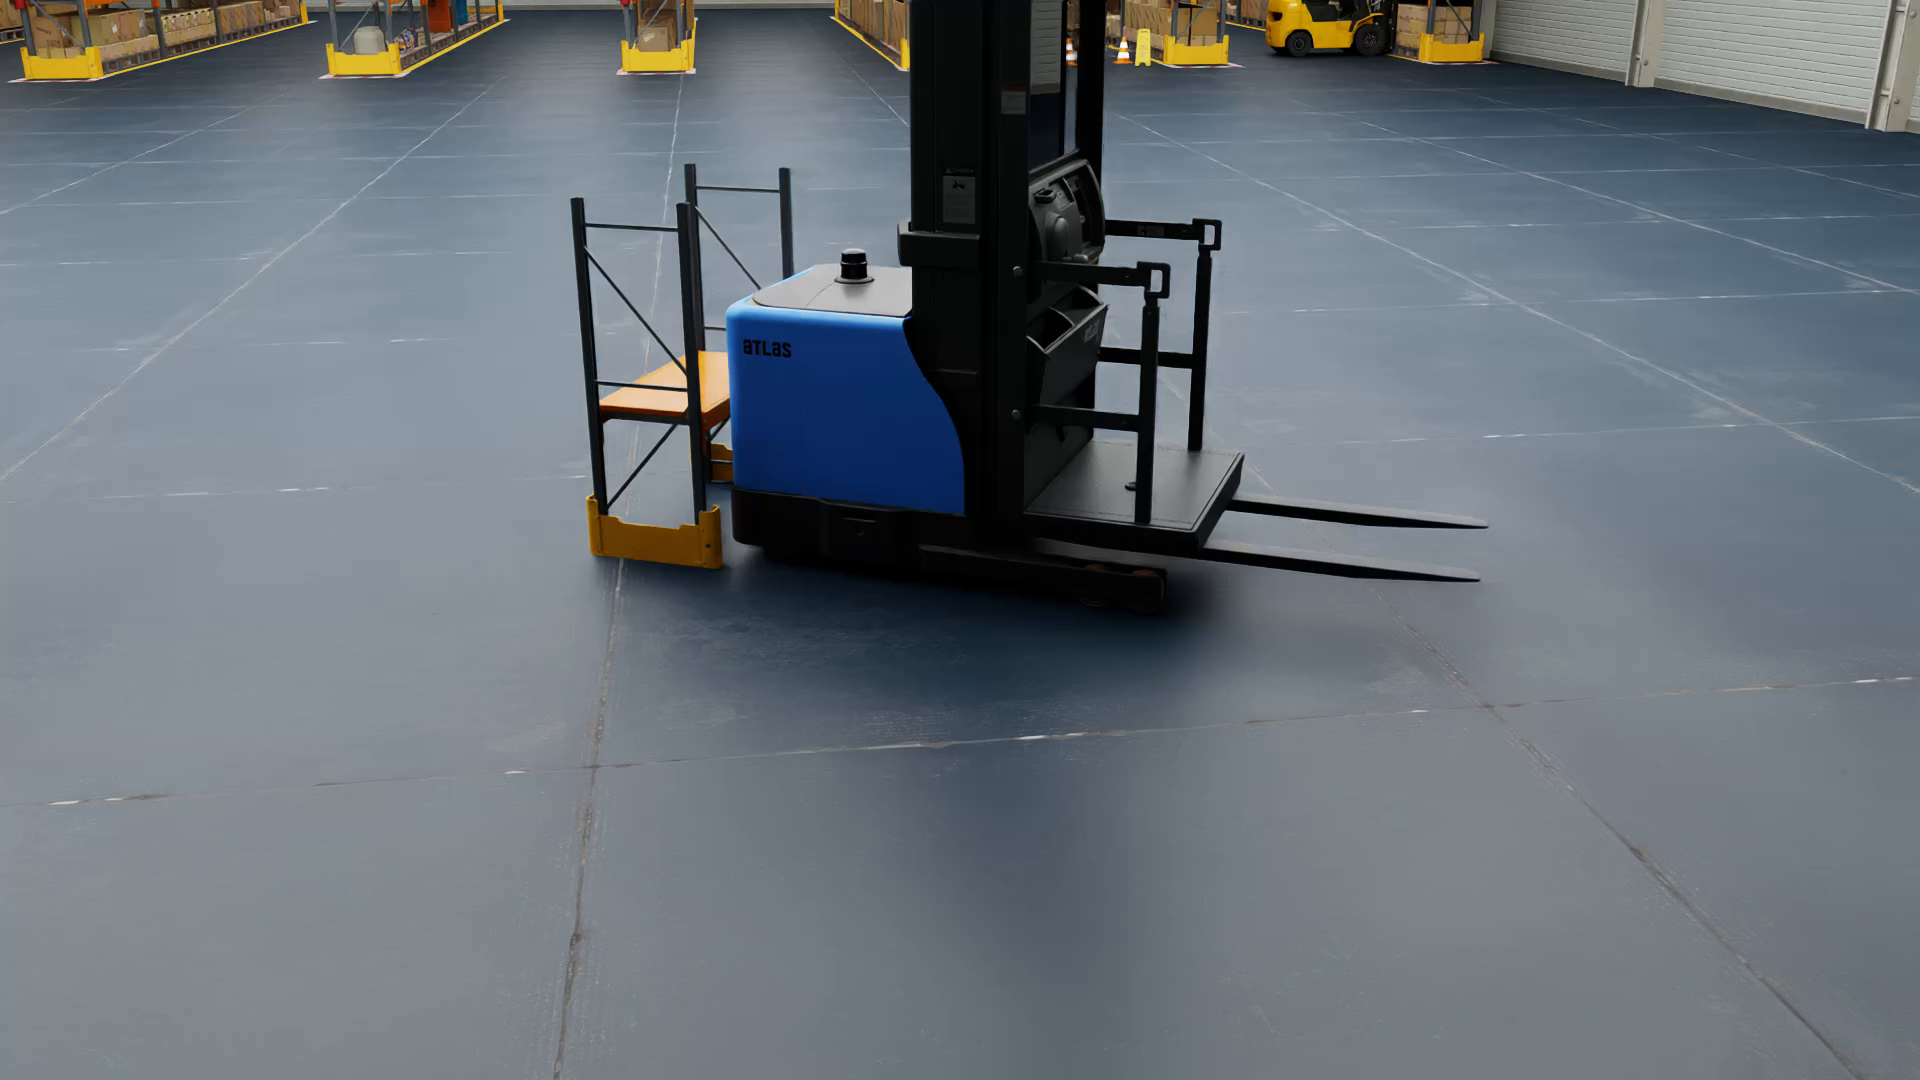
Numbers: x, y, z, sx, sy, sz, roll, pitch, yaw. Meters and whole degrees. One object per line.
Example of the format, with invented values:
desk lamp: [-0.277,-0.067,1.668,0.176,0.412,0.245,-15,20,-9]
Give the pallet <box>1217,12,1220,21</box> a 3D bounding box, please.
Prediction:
pallet: [7.306,-14.028,44.474,1.003,0.211,1.213,-3,21,-8]

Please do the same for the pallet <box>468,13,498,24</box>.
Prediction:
pallet: [-12.532,-13.463,42.962,1.003,0.211,1.213,-3,21,-8]

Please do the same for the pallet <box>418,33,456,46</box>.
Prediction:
pallet: [-11.386,-10.711,35.592,1.003,0.211,1.213,-3,21,-8]

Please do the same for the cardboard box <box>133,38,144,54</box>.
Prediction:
cardboard box: [-15.353,-9.067,30.535,0.500,0.250,0.500,-3,21,-8]

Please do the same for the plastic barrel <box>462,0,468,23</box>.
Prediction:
plastic barrel: [-11.974,-12.697,39.323,0.600,0.901,0.708,-3,21,-8]

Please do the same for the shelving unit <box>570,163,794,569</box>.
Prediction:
shelving unit: [-1.136,-0.792,7.193,0.587,1.500,1.083,6,21,16]

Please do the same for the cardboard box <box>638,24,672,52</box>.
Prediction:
cardboard box: [-5.598,-9.215,30.575,0.500,0.500,0.500,2,21,6]

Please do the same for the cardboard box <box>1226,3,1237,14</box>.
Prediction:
cardboard box: [7.161,-13.891,43.429,0.396,0.266,0.258,-2,21,-6]

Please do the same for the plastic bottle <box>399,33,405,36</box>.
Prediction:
plastic bottle: [-10.620,-9.542,31.740,0.152,0.276,0.135,-3,21,-8]

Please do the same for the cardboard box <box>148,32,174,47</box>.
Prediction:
cardboard box: [-15.598,-9.715,32.269,0.500,0.250,0.500,-3,21,-9]

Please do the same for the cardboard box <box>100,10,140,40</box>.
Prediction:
cardboard box: [-15.365,-9.418,30.402,0.500,0.500,0.500,-3,21,-8]

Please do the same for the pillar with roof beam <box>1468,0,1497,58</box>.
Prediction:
pillar with roof beam: [5.844,-13.399,30.228,9.100,9.000,0.400,-3,21,-8]

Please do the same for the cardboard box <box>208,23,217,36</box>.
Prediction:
cardboard box: [-16.044,-10.778,35.115,0.500,0.250,0.500,-2,21,-6]

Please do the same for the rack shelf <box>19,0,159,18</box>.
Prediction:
rack shelf: [-15.496,-9.624,29.726,1.077,0.370,4.000,-3,21,-8]

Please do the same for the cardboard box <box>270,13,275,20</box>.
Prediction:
cardboard box: [-16.919,-12.758,40.508,0.380,0.166,0.250,-3,21,-8]

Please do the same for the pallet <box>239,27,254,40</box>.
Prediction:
pallet: [-16.604,-11.414,37.476,1.003,0.211,1.213,-3,21,-8]

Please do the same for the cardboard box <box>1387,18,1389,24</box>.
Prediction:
cardboard box: [8.708,-10.340,33.228,0.500,0.250,0.500,-3,21,-8]

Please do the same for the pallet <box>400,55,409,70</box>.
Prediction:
pallet: [-10.475,-8.517,29.717,1.003,0.211,1.213,-3,21,-8]

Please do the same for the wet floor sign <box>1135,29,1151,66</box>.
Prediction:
wet floor sign: [3.370,-9.044,30.510,0.267,0.644,0.232,4,21,11]

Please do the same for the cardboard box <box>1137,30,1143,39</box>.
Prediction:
cardboard box: [3.810,-9.975,32.966,0.500,0.250,0.500,-3,21,-8]

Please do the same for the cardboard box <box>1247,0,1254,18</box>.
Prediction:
cardboard box: [7.517,-13.337,41.609,0.500,0.500,0.500,-3,21,-8]

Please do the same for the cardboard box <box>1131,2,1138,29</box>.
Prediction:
cardboard box: [3.732,-10.509,33.325,0.500,0.500,0.500,-2,21,-6]

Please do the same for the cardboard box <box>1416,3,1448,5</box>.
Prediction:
cardboard box: [9.294,-10.418,32.724,0.500,0.250,0.500,-3,21,-8]

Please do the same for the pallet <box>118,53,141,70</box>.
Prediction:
pallet: [-15.532,-8.647,30.066,1.003,0.211,1.213,-3,21,-8]

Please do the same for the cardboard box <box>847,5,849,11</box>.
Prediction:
cardboard box: [-2.623,-13.324,41.652,0.380,0.149,0.250,-4,21,-10]

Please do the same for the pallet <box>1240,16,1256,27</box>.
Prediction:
pallet: [7.738,-13.087,41.955,1.003,0.211,1.213,-3,21,-8]

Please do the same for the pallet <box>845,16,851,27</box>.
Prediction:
pallet: [-2.344,-13.062,41.886,1.003,0.211,1.213,-3,21,-8]

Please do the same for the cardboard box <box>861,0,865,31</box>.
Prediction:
cardboard box: [-1.637,-11.680,36.816,1.050,0.750,0.750,-3,21,-8]

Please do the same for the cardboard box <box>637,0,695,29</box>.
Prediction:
cardboard box: [-6.637,-11.979,37.437,1.225,0.875,0.875,-4,21,-10]

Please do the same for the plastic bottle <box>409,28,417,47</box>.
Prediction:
plastic bottle: [-10.477,-9.593,31.770,0.144,0.351,0.185,-4,21,-10]

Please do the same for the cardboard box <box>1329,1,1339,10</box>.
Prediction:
cardboard box: [8.546,-11.437,36.345,0.875,0.625,0.625,-3,21,-8]

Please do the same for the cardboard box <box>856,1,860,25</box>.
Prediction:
cardboard box: [-2.152,-12.355,38.981,0.500,0.500,0.500,-4,21,-10]

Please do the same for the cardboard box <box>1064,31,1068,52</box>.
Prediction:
cardboard box: [1.643,-9.578,32.142,0.637,0.503,0.797,17,27,39]

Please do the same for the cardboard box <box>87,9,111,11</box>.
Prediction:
cardboard box: [-15.948,-9.565,30.796,0.500,0.500,0.500,-3,21,-8]

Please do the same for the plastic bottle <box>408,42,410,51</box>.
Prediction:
plastic bottle: [-10.337,-9.244,31.049,0.097,0.201,0.097,0,20,0]

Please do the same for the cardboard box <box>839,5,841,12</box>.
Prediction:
cardboard box: [-3.030,-14.186,44.385,0.380,0.149,0.250,-2,21,-7]

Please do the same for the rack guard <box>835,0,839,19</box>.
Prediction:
rack guard: [-2.778,-14.325,44.855,1.175,0.500,0.348,-3,21,-8]

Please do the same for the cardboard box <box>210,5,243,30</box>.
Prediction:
cardboard box: [-16.293,-11.601,36.933,0.500,0.500,0.500,-3,21,-8]

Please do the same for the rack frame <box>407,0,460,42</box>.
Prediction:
rack frame: [-11.459,-12.287,35.828,1.000,3.000,0.127,-3,21,-8]

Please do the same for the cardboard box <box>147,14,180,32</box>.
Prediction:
cardboard box: [-15.665,-10.154,32.645,0.500,0.311,0.500,-3,21,-8]

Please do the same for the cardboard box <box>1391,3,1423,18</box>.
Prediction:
cardboard box: [8.776,-10.390,32.649,0.500,0.250,0.500,-3,21,-7]

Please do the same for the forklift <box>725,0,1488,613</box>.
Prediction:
forklift: [0.611,-1.299,6.505,3.031,2.935,1.130,7,22,18]

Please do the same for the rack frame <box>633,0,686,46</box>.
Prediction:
rack frame: [-5.981,-11.152,32.788,1.000,3.000,0.127,-3,21,-8]

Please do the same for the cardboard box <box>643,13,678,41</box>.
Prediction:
cardboard box: [-6.049,-10.401,33.721,0.700,0.500,0.500,-5,21,-12]

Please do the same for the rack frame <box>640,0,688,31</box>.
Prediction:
rack frame: [-6.558,-12.537,36.496,1.000,3.000,0.127,-3,21,-8]

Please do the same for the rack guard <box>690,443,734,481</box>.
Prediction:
rack guard: [-0.991,-0.373,7.858,0.587,0.250,0.087,6,21,16]

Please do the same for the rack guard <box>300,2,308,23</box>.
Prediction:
rack guard: [-17.504,-13.611,42.945,1.175,0.500,0.348,-3,21,-8]

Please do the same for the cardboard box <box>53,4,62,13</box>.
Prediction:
cardboard box: [-21.915,-12.637,39.735,0.700,0.500,0.500,-3,21,-8]

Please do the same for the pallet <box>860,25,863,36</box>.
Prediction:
pallet: [-1.746,-11.717,38.285,1.003,0.211,1.213,-3,21,-8]

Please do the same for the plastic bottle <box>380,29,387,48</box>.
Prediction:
plastic bottle: [-11.034,-9.574,31.721,0.144,0.351,0.185,-3,21,-8]

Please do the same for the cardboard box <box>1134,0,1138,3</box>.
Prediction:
cardboard box: [3.677,-10.774,33.106,0.380,0.149,0.250,-2,21,-6]
